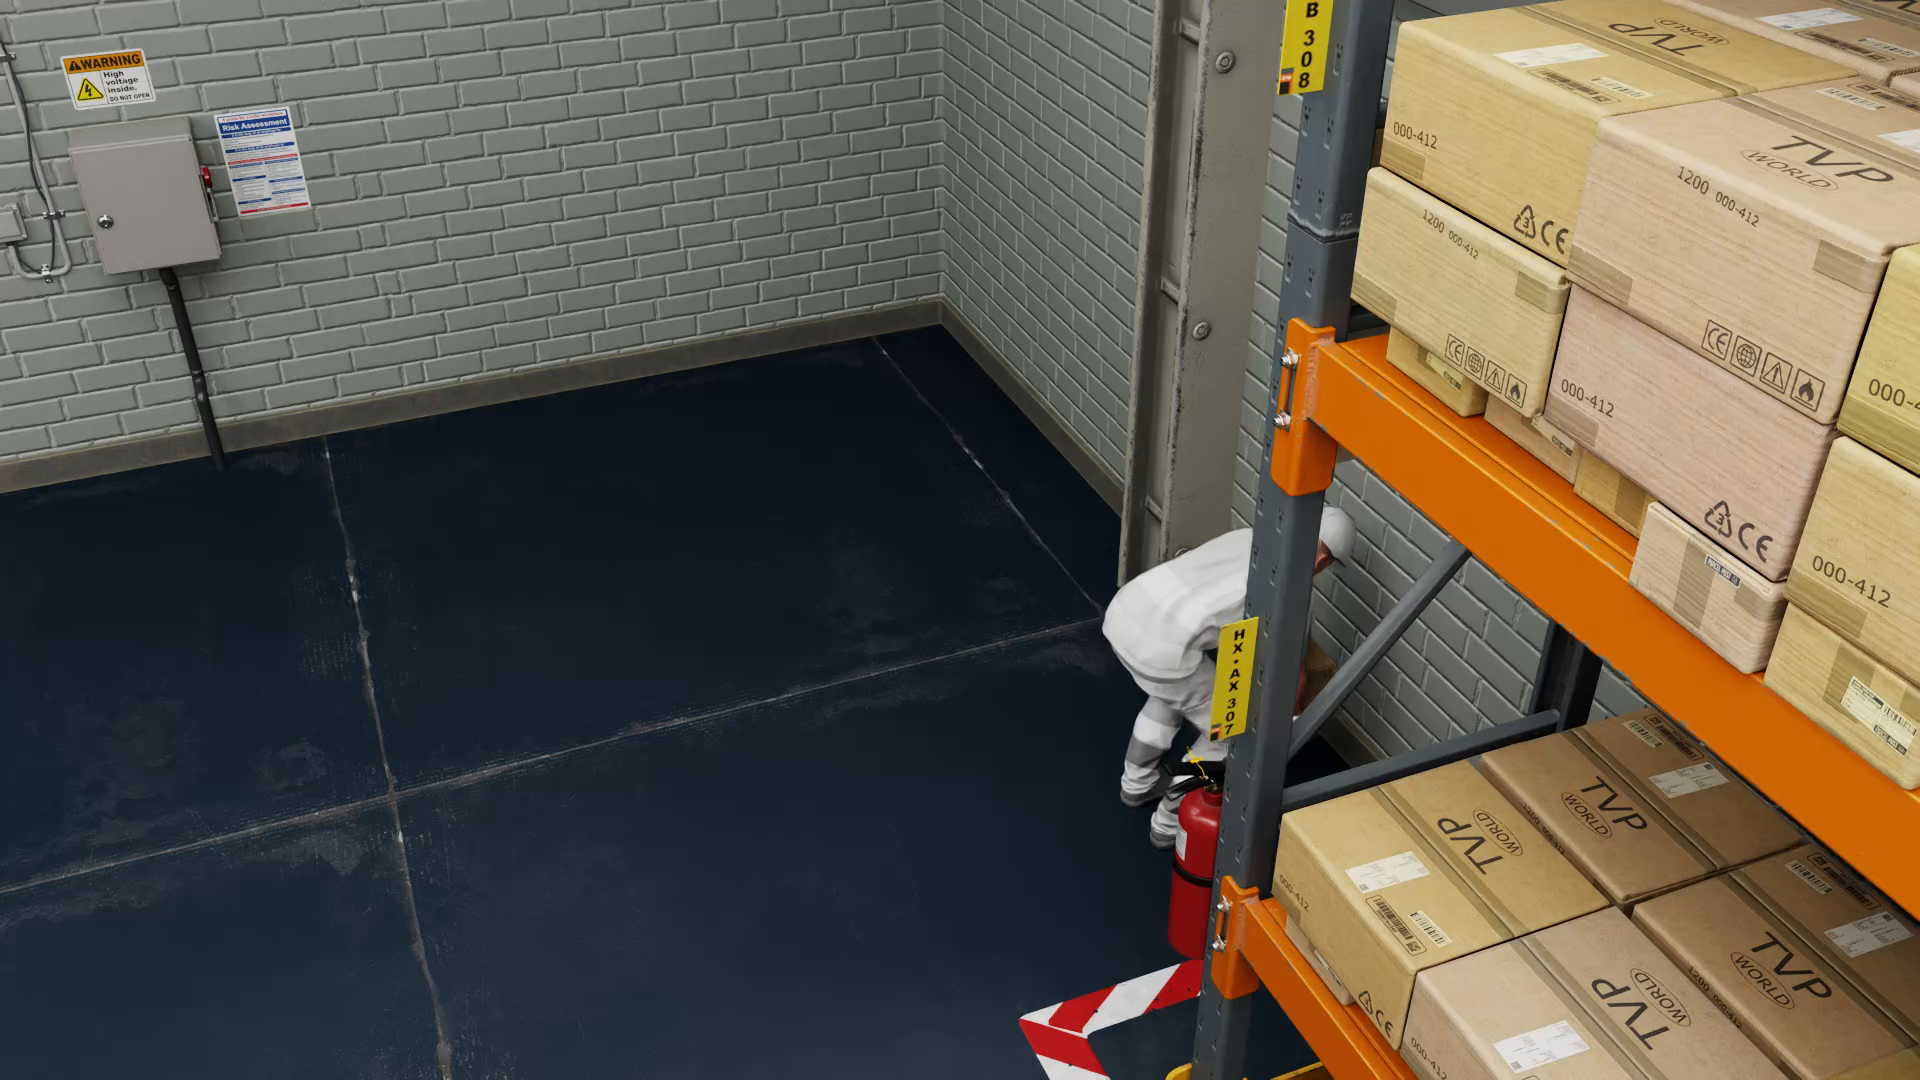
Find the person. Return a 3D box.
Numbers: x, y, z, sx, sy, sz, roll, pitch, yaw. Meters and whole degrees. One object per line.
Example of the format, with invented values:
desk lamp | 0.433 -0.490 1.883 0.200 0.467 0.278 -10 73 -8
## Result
person | 0.937 0.495 5.942 0.903 1.149 0.517 -14 36 -21
